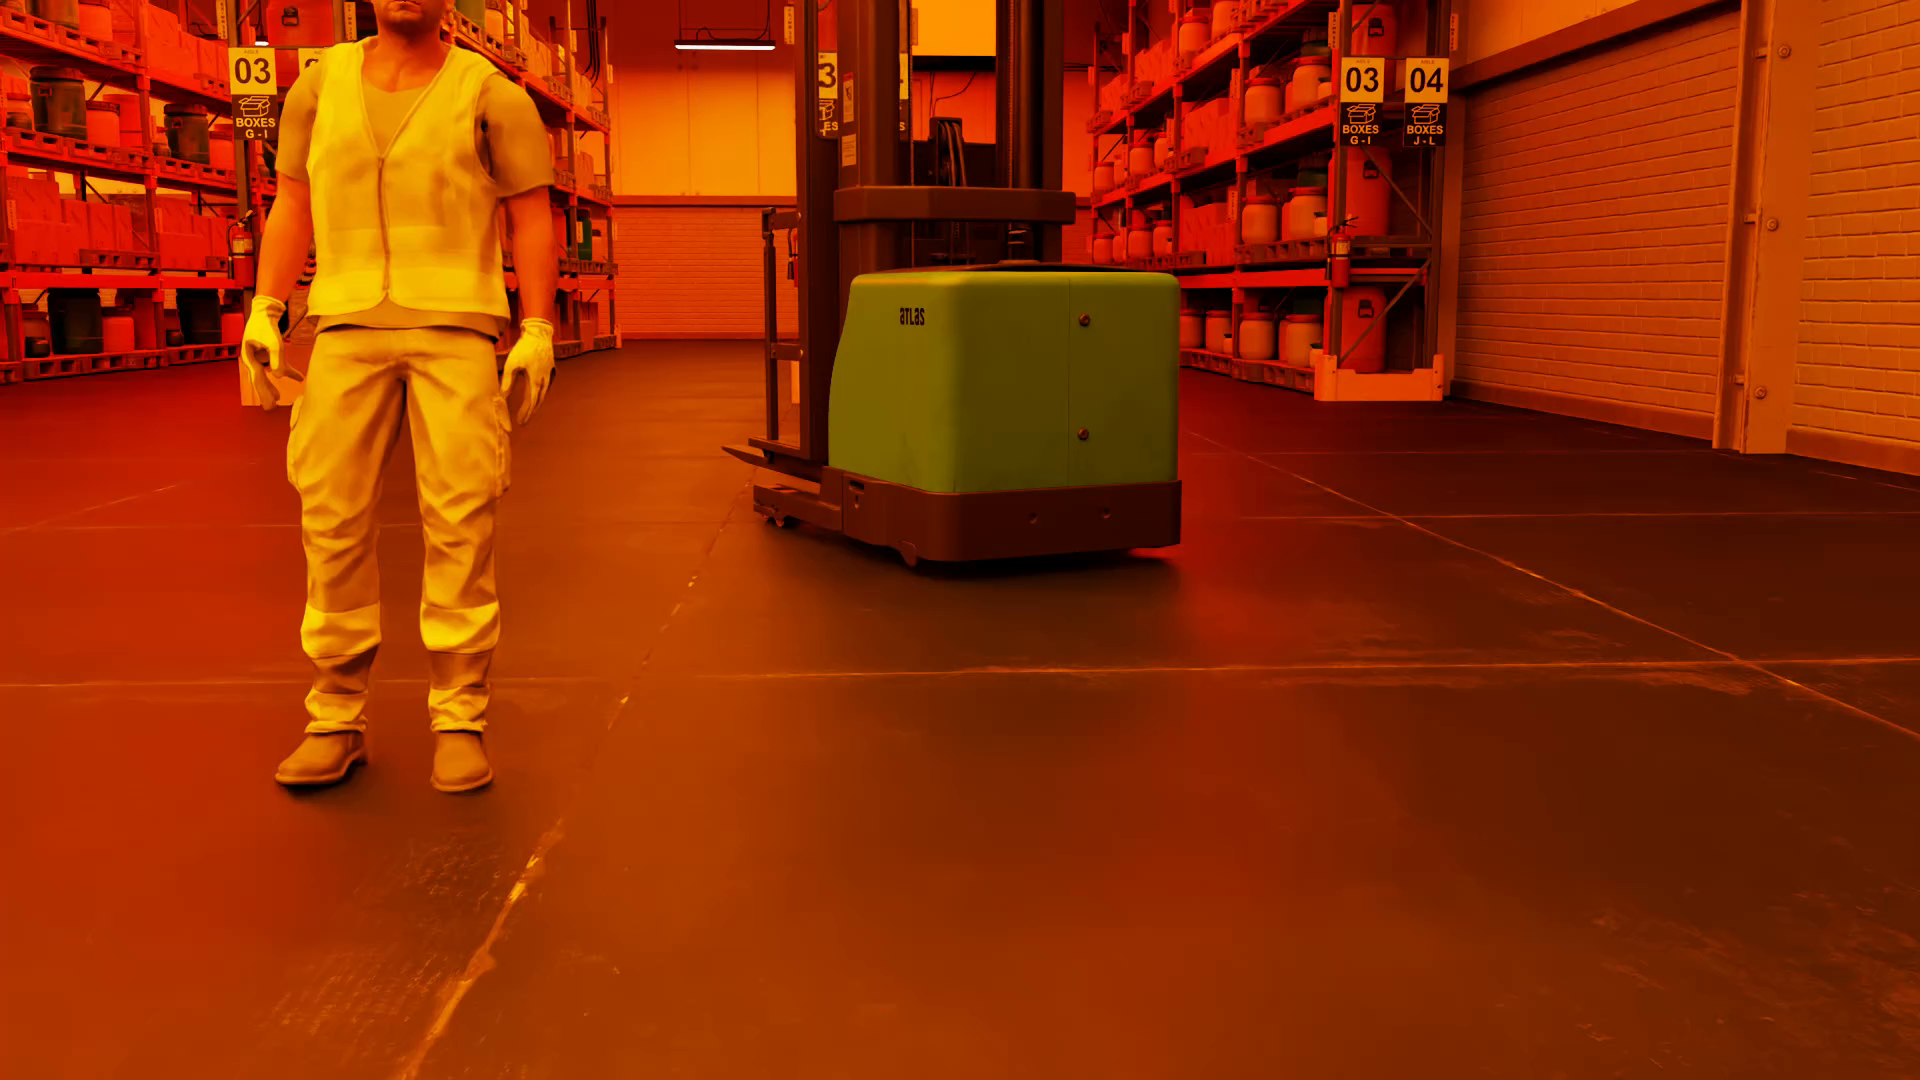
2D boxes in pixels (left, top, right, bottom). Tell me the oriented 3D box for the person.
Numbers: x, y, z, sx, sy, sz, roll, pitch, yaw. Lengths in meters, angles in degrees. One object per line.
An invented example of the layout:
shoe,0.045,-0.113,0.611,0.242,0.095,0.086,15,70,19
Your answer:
person,-1.164,-0.400,3.447,0.633,1.802,0.478,-1,8,-3

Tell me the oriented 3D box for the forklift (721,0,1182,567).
forklift,-0.264,-1.530,7.137,1.130,2.935,3.031,-4,9,-25
